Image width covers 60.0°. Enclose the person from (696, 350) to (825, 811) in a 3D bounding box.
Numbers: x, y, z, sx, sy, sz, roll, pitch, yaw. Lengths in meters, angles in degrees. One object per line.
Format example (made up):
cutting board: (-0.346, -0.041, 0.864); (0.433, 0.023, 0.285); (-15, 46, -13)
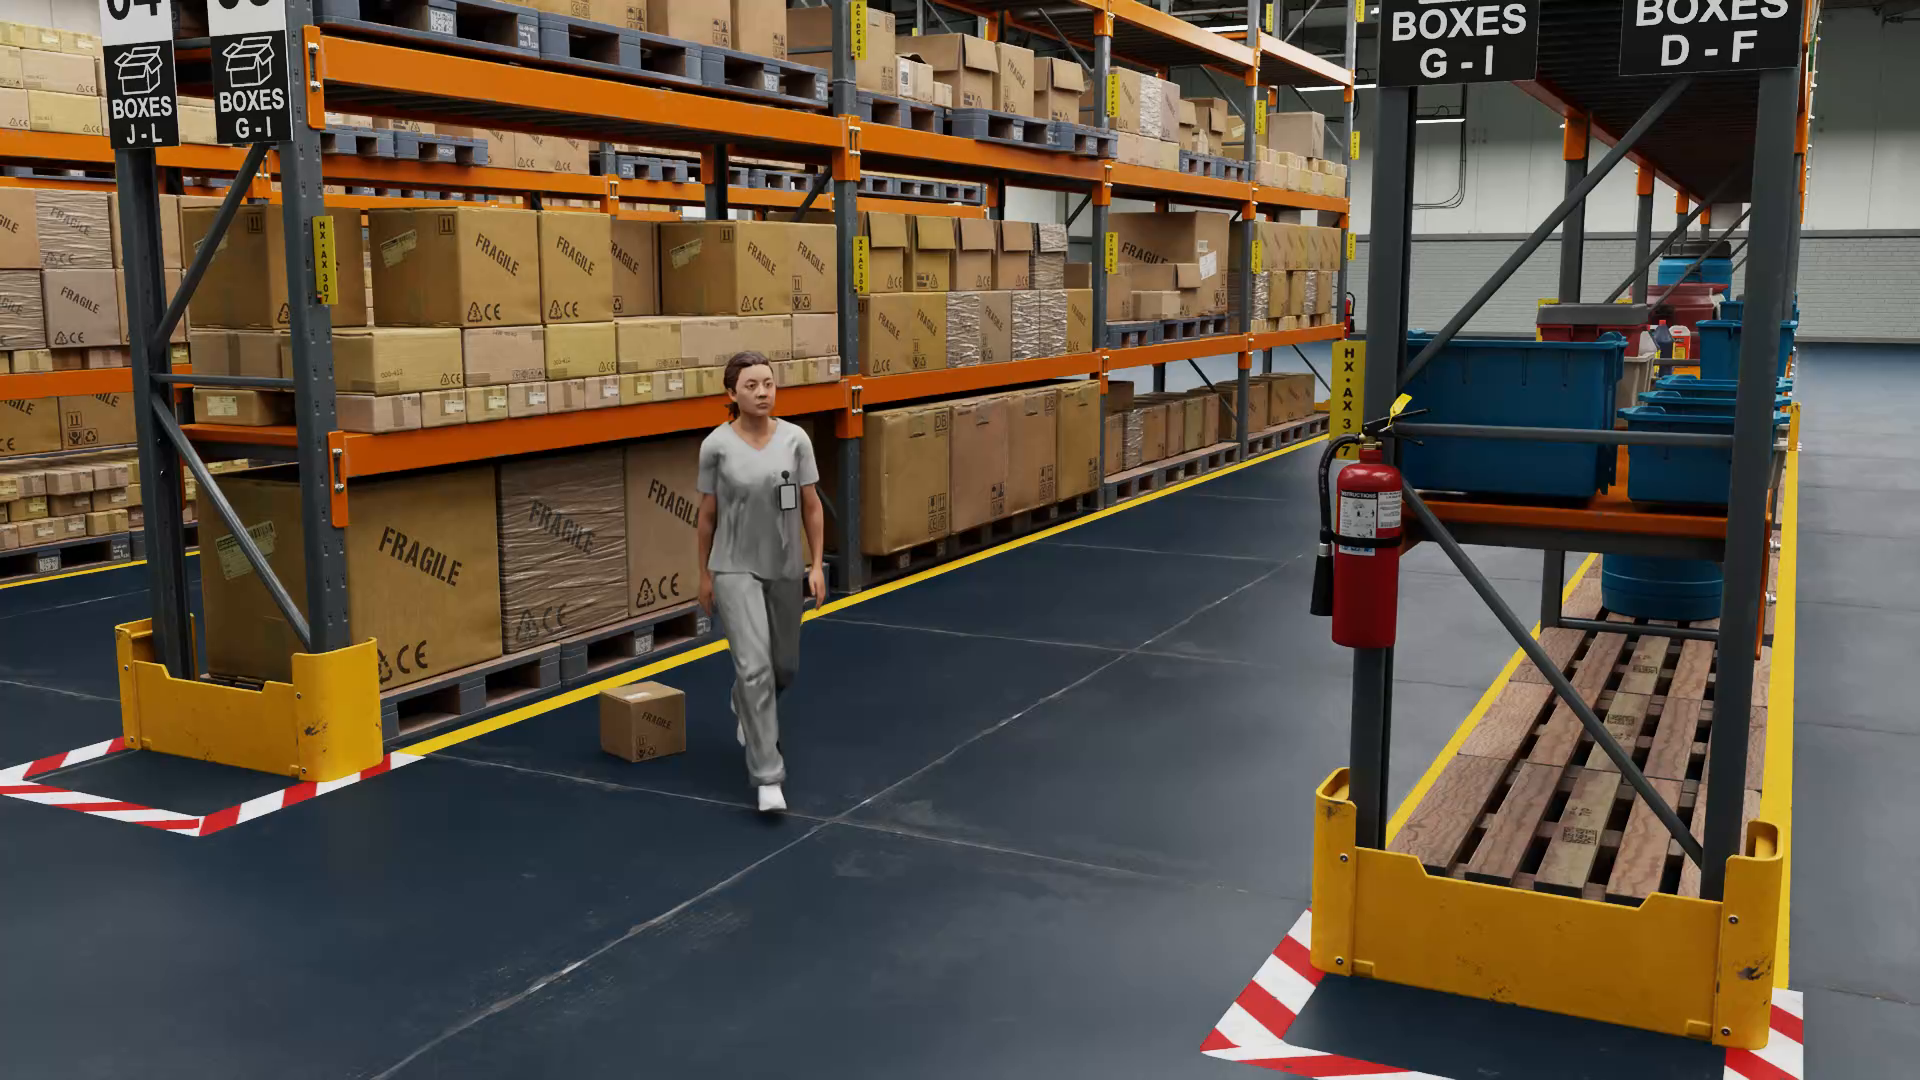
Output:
person: (-0.750, 0.112, 6.183); (0.456, 1.632, 0.942); (-4, 10, -21)
